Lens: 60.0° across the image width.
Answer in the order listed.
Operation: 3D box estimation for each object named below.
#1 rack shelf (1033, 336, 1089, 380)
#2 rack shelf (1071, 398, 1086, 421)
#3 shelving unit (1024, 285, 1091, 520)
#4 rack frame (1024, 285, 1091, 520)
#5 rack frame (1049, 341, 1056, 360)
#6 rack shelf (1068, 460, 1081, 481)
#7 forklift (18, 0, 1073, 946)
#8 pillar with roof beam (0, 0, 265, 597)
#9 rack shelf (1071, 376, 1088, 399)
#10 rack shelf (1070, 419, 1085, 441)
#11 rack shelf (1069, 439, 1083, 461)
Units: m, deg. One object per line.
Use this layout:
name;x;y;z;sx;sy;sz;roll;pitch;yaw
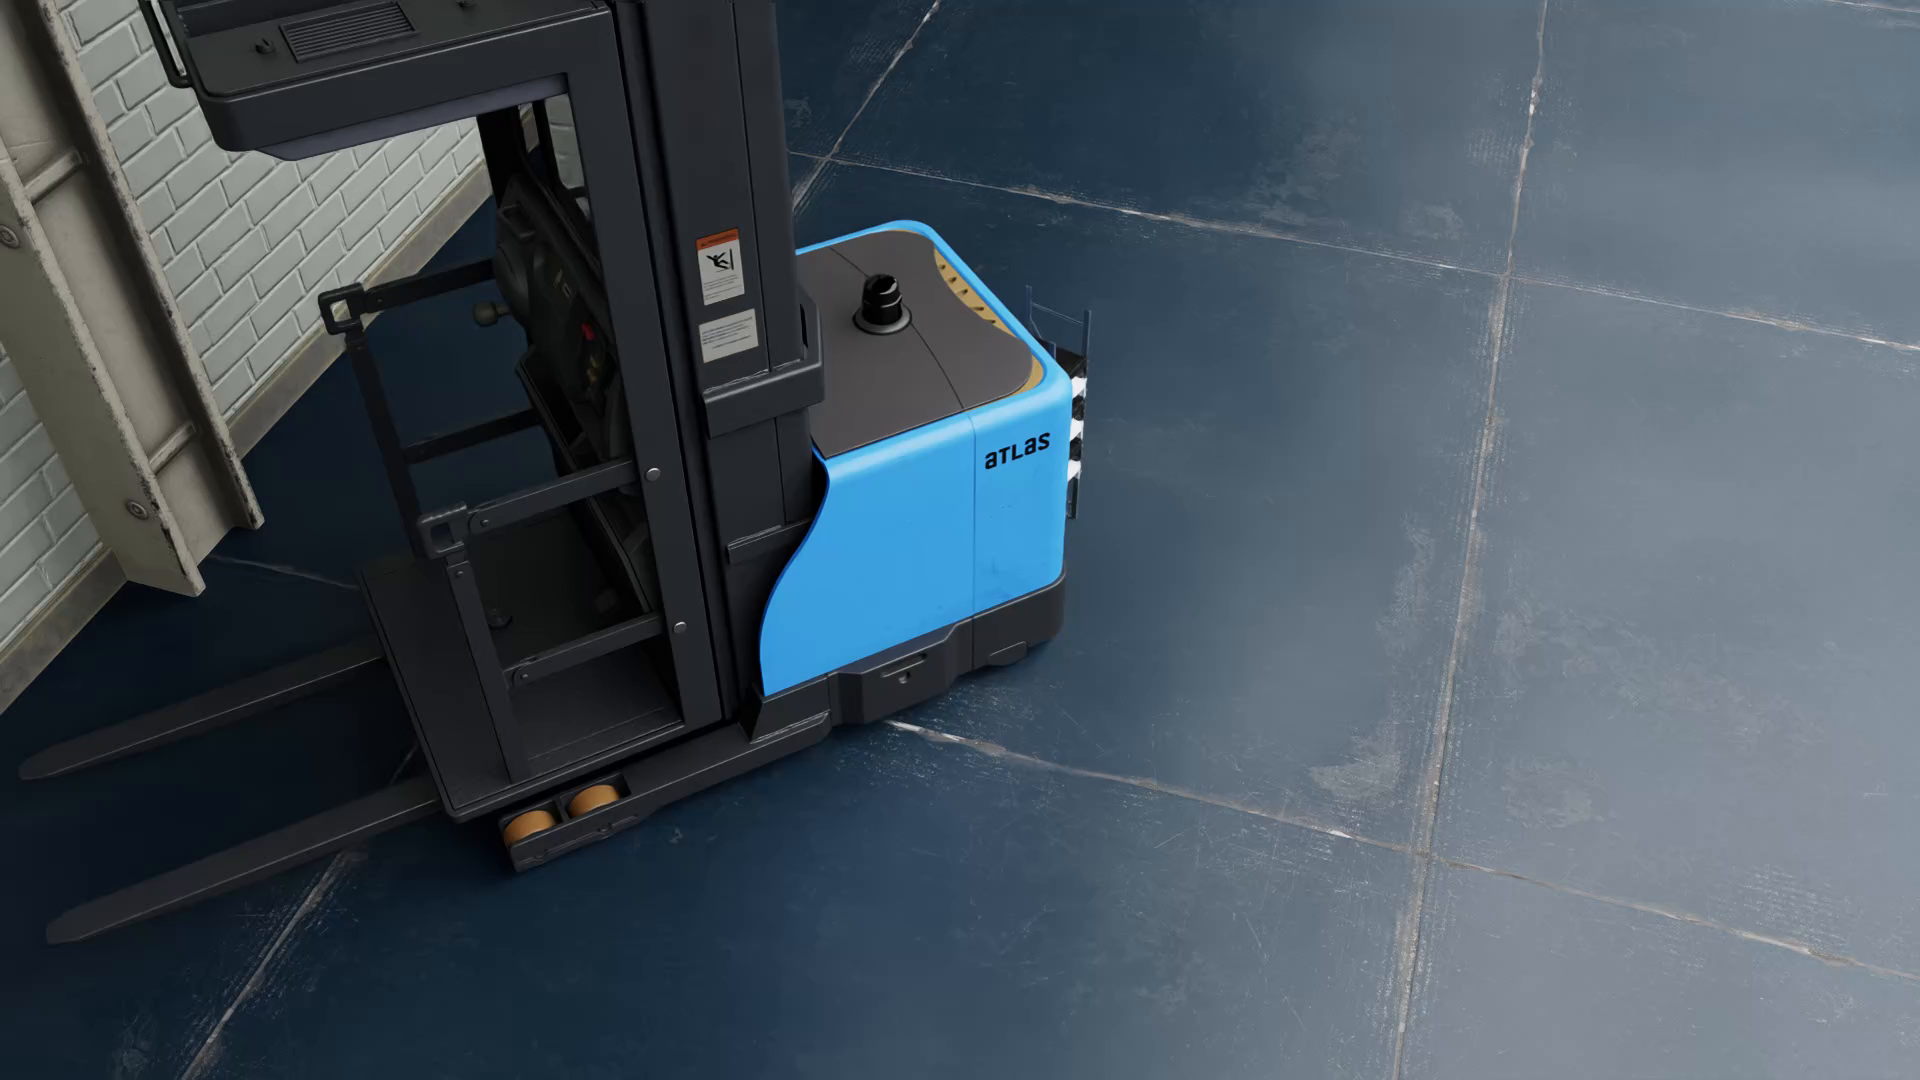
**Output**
rack shelf;0.251;-0.551;5.332;0.258;0.077;0.200;26;50;24
rack shelf;0.251;-0.423;5.458;0.258;0.077;0.200;26;50;24
shelving unit;0.251;-0.382;5.497;0.258;0.900;0.210;26;50;24
rack frame;0.309;-0.441;5.557;0.240;0.900;0.006;26;50;24
rack frame;0.193;-0.324;5.438;0.240;0.900;0.006;26;50;24
rack shelf;0.251;-0.230;5.646;0.258;0.077;0.200;26;50;24
forklift;-1.209;-0.534;4.200;3.031;2.935;1.130;-21;48;-20
pillar with roof beam;1.466;-2.277;1.643;9.100;9.000;0.400;13;46;13
rack shelf;0.251;-0.487;5.395;0.258;0.077;0.200;26;50;24
rack shelf;0.251;-0.358;5.521;0.258;0.077;0.200;26;50;24
rack shelf;0.251;-0.294;5.584;0.258;0.077;0.200;26;50;24
